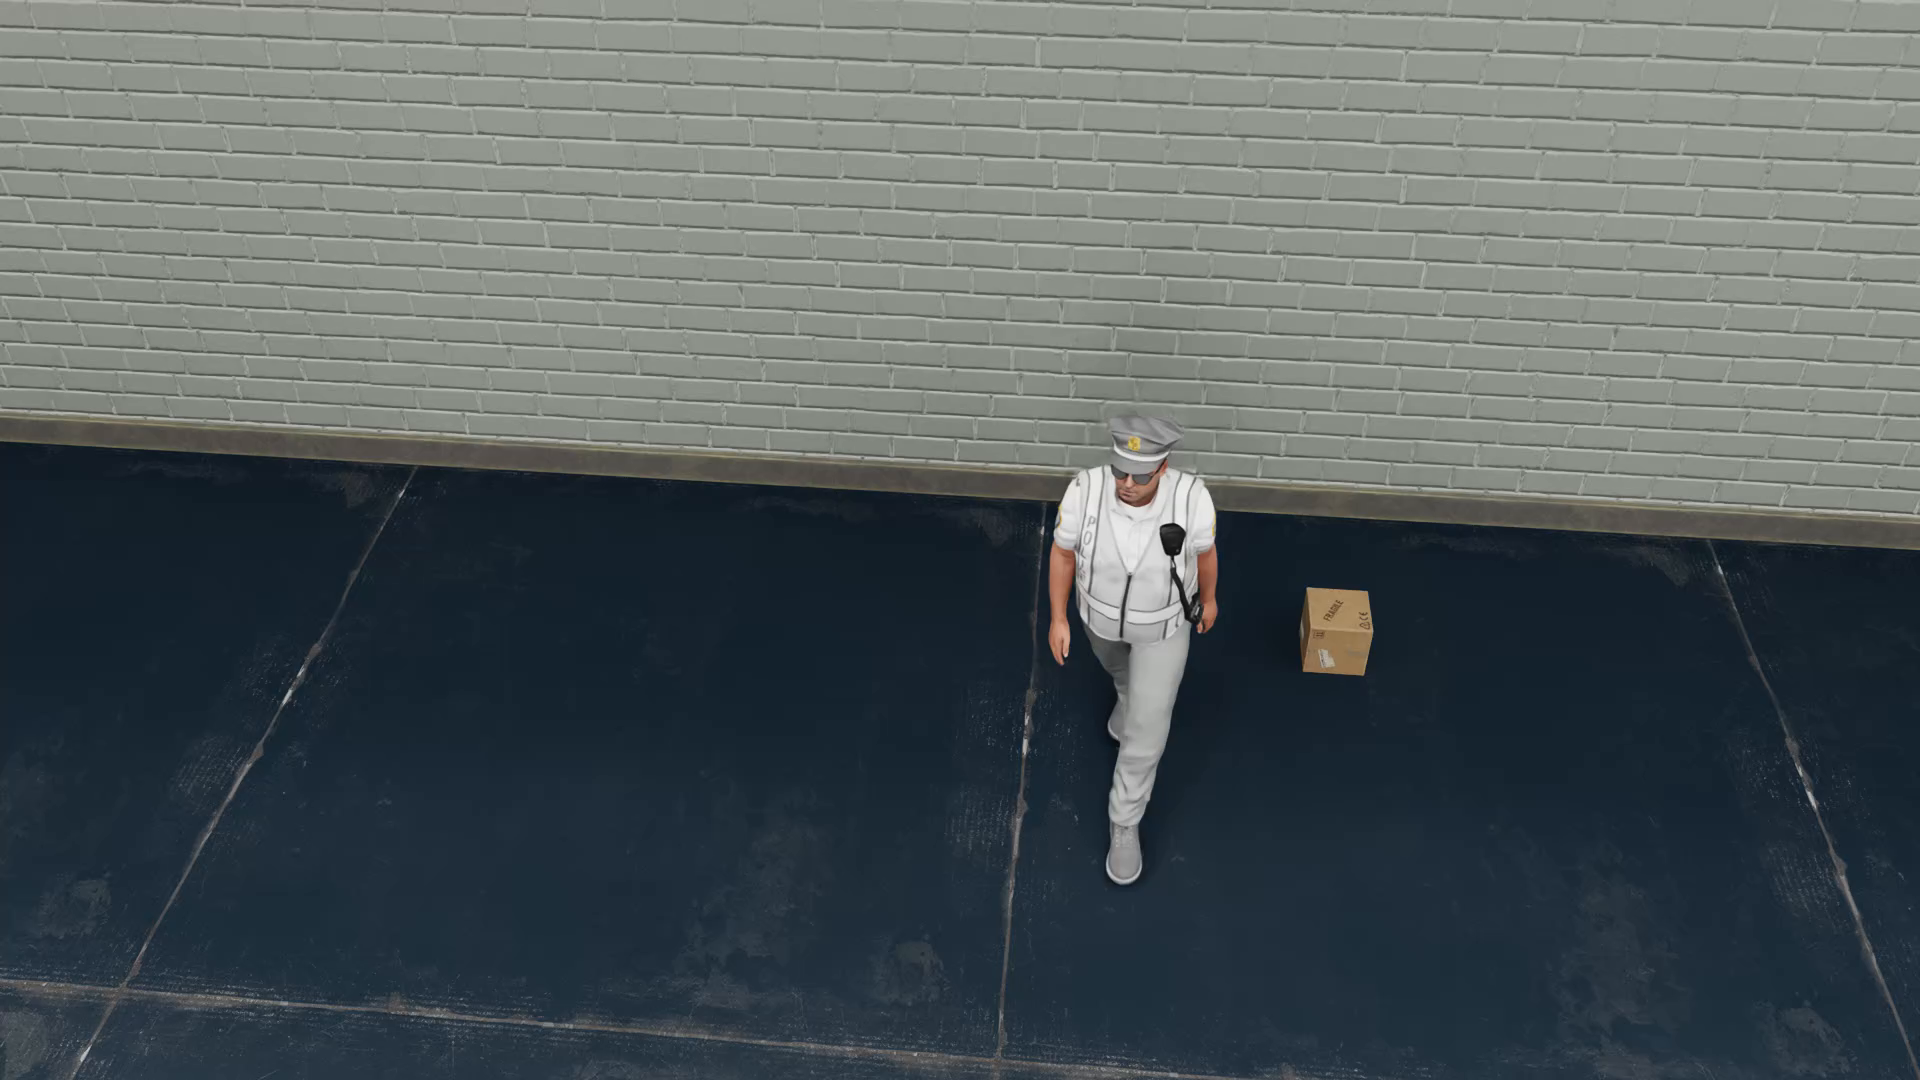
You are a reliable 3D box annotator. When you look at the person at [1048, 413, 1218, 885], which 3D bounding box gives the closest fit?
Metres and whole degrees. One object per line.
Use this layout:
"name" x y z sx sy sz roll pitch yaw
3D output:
"person" 0.582 0.260 5.817 0.570 1.701 1.004 13 42 15
